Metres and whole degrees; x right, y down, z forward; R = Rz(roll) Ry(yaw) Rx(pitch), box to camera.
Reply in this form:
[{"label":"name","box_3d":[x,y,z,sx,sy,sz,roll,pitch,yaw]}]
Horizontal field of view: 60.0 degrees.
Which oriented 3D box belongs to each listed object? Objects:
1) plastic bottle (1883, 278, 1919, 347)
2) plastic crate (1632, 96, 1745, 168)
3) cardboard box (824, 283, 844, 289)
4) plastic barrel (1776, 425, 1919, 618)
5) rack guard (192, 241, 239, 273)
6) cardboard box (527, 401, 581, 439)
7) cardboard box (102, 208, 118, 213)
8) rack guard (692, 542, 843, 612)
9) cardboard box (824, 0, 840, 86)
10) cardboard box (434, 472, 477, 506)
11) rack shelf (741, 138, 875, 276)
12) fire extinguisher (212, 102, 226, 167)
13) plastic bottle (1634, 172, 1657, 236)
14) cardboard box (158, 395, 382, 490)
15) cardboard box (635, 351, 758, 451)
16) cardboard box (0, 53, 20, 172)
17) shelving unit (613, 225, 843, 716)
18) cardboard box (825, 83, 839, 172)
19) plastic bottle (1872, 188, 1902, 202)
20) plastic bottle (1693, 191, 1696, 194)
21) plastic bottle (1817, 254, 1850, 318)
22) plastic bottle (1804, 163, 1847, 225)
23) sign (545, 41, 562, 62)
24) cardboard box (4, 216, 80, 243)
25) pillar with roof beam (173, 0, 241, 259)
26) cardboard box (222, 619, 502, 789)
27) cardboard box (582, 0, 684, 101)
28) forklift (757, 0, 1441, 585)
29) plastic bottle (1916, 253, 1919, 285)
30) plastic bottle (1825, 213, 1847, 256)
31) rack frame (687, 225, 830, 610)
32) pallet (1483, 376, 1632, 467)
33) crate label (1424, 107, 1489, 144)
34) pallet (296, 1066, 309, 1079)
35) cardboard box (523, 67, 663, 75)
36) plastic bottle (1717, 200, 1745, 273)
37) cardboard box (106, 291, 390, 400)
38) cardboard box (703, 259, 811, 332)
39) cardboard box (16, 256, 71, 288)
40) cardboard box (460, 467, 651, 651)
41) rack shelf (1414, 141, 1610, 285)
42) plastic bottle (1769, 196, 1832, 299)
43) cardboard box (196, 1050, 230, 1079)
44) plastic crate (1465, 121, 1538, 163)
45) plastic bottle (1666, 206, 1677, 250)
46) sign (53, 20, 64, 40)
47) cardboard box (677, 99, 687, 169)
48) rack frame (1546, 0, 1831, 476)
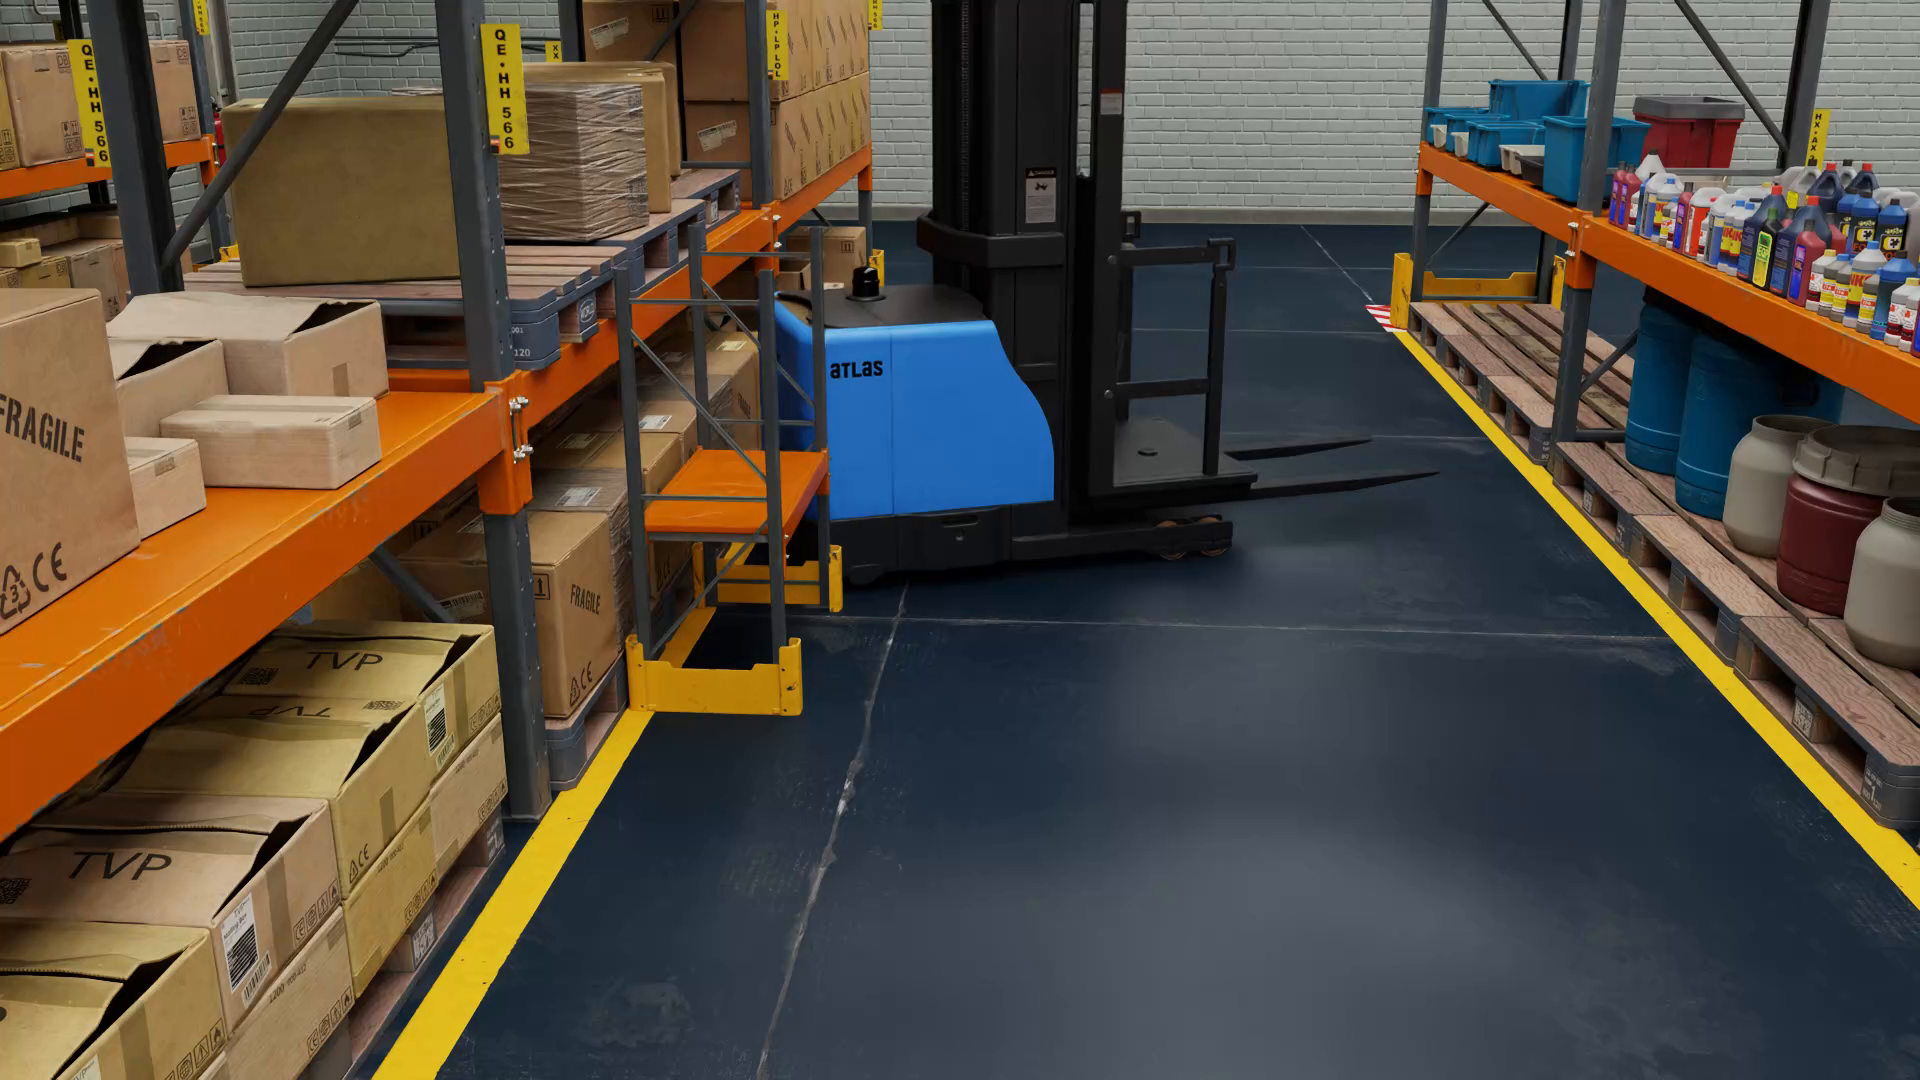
[{"label":"plastic bottle","box_3d":[2.866,-0.690,5.031,0.097,0.201,0.097,0,18,0]},{"label":"plastic crate","box_3d":[3.813,-2.085,8.769,0.402,0.464,0.583,1,18,4]},{"label":"cardboard box","box_3d":[-1.046,-1.542,11.021,0.500,0.250,0.500,1,18,4]},{"label":"plastic barrel","box_3d":[3.311,-0.069,6.014,0.600,0.588,0.708,1,18,4]},{"label":"rack guard","box_3d":[-6.094,-2.037,12.838,1.175,0.500,0.348,1,18,4]},{"label":"cardboard box","box_3d":[-1.826,-0.264,6.721,0.500,0.500,0.500,1,18,2]},{"label":"cardboard box","box_3d":[-5.874,-2.274,11.844,0.380,0.149,0.250,1,18,3]},{"label":"rack guard","box_3d":[-0.760,0.147,6.574,0.587,0.250,0.087,1,18,4]},{"label":"cardboard box","box_3d":[-1.017,-3.009,10.023,0.500,0.500,0.500,2,18,6]},{"label":"cardboard box","box_3d":[-1.896,-0.315,5.669,0.500,0.250,0.500,2,18,6]},{"label":"rack shelf","box_3d":[-1.298,-2.145,10.308,1.077,0.370,4.000,1,18,4]},{"label":"fire extinguisher","box_3d":[-5.625,-3.040,12.607,0.296,0.674,0.183,1,18,4]},{"label":"plastic bottle","box_3d":[3.040,-1.481,7.332,0.097,0.271,0.097,0,18,0]},{"label":"cardboard box","box_3d":[-1.517,-0.219,3.677,0.380,0.149,0.250,1,18,4]},{"label":"cardboard box","box_3d":[-1.235,-0.574,7.666,0.500,0.500,0.500,1,18,4]},{"label":"cardboard box","box_3d":[-6.270,-2.513,9.792,0.980,0.700,0.700,1,18,3]},{"label":"shelving unit","box_3d":[-0.795,-0.293,5.907,0.587,1.500,1.083,1,18,4]},{"label":"cardboard box","box_3d":[-1.027,-2.538,10.191,0.500,0.500,0.500,1,18,3]},{"label":"plastic bottle","box_3d":[3.731,-1.296,6.759,0.152,0.276,0.135,1,18,4]},{"label":"plastic bottle","box_3d":[3.185,-1.414,7.240,0.097,0.201,0.097,0,18,0]},{"label":"plastic bottle","box_3d":[2.900,-0.841,5.492,0.097,0.201,0.097,0,18,0]},{"label":"plastic bottle","box_3d":[3.602,-1.384,6.908,0.144,0.351,0.185,1,18,4]},{"label":"sign","box_3d":[-1.983,-2.287,8.195,0.100,0.325,0.005,1,18,4]},{"label":"cardboard box","box_3d":[-6.291,-2.126,11.393,0.380,0.149,0.250,1,18,4]},{"label":"pillar with roof beam","box_3d":[-2.471,-6.830,13.816,9.100,9.000,0.400,1,18,4]},{"label":"cardboard box","box_3d":[-1.520,0.385,4.271,0.500,0.311,0.500,2,18,5]},{"label":"cardboard box","box_3d":[-1.663,-2.551,8.626,0.500,0.500,0.500,1,18,4]},{"label":"forklift","box_3d":[0.674,-1.456,7.160,3.031,2.935,1.130,-5,19,-16]},{"label":"plastic bottle","box_3d":[3.519,-1.058,5.912,0.144,0.351,0.185,1,18,4]},{"label":"plastic bottle","box_3d":[3.055,-1.001,5.848,0.061,0.283,0.133,1,18,4]},{"label":"rack frame","box_3d":[-0.760,-0.448,6.381,0.500,1.500,0.032,1,18,4]},{"label":"pallet","box_3d":[3.513,-0.658,9.093,1.003,0.211,1.213,1,18,4]},{"label":"crate label","box_3d":[3.440,-2.876,11.556,0.416,0.233,0.303,1,18,4]},{"label":"pallet","box_3d":[-1.916,1.334,3.012,1.003,0.211,1.213,1,18,4]},{"label":"cardboard box","box_3d":[-1.685,-1.756,7.130,0.700,0.500,0.500,4,19,13]},{"label":"plastic bottle","box_3d":[2.967,-1.163,6.361,0.097,0.271,0.097,0,18,0]},{"label":"cardboard box","box_3d":[-1.798,-0.469,4.181,0.500,0.311,0.500,2,18,7]},{"label":"cardboard box","box_3d":[-1.312,-1.472,10.402,0.797,0.503,0.637,1,18,4]},{"label":"cardboard box","box_3d":[-6.149,-1.532,10.622,0.700,0.500,0.500,2,18,5]},{"label":"cardboard box","box_3d":[-1.379,0.057,5.738,0.500,0.500,0.500,1,18,2]},{"label":"rack shelf","box_3d":[3.642,-2.034,9.967,1.077,0.370,4.000,1,18,4]},{"label":"plastic bottle","box_3d":[2.950,-1.027,5.820,0.144,0.351,0.185,1,18,4]},{"label":"cardboard box","box_3d":[-1.629,1.128,2.904,0.500,0.250,0.500,2,18,5]},{"label":"plastic crate","box_3d":[3.345,-2.467,10.308,0.416,0.233,0.300,1,18,4]},{"label":"plastic bottle","box_3d":[3.010,-1.315,6.938,0.097,0.201,0.097,0,18,0]},{"label":"sign","box_3d":[-6.649,-3.681,12.322,0.100,0.325,0.005,1,18,4]},{"label":"cardboard box","box_3d":[-1.662,-2.074,8.776,0.500,0.500,0.500,2,18,5]},{"label":"rack frame","box_3d":[3.499,-1.754,7.960,1.000,3.000,0.127,1,18,4]}]
